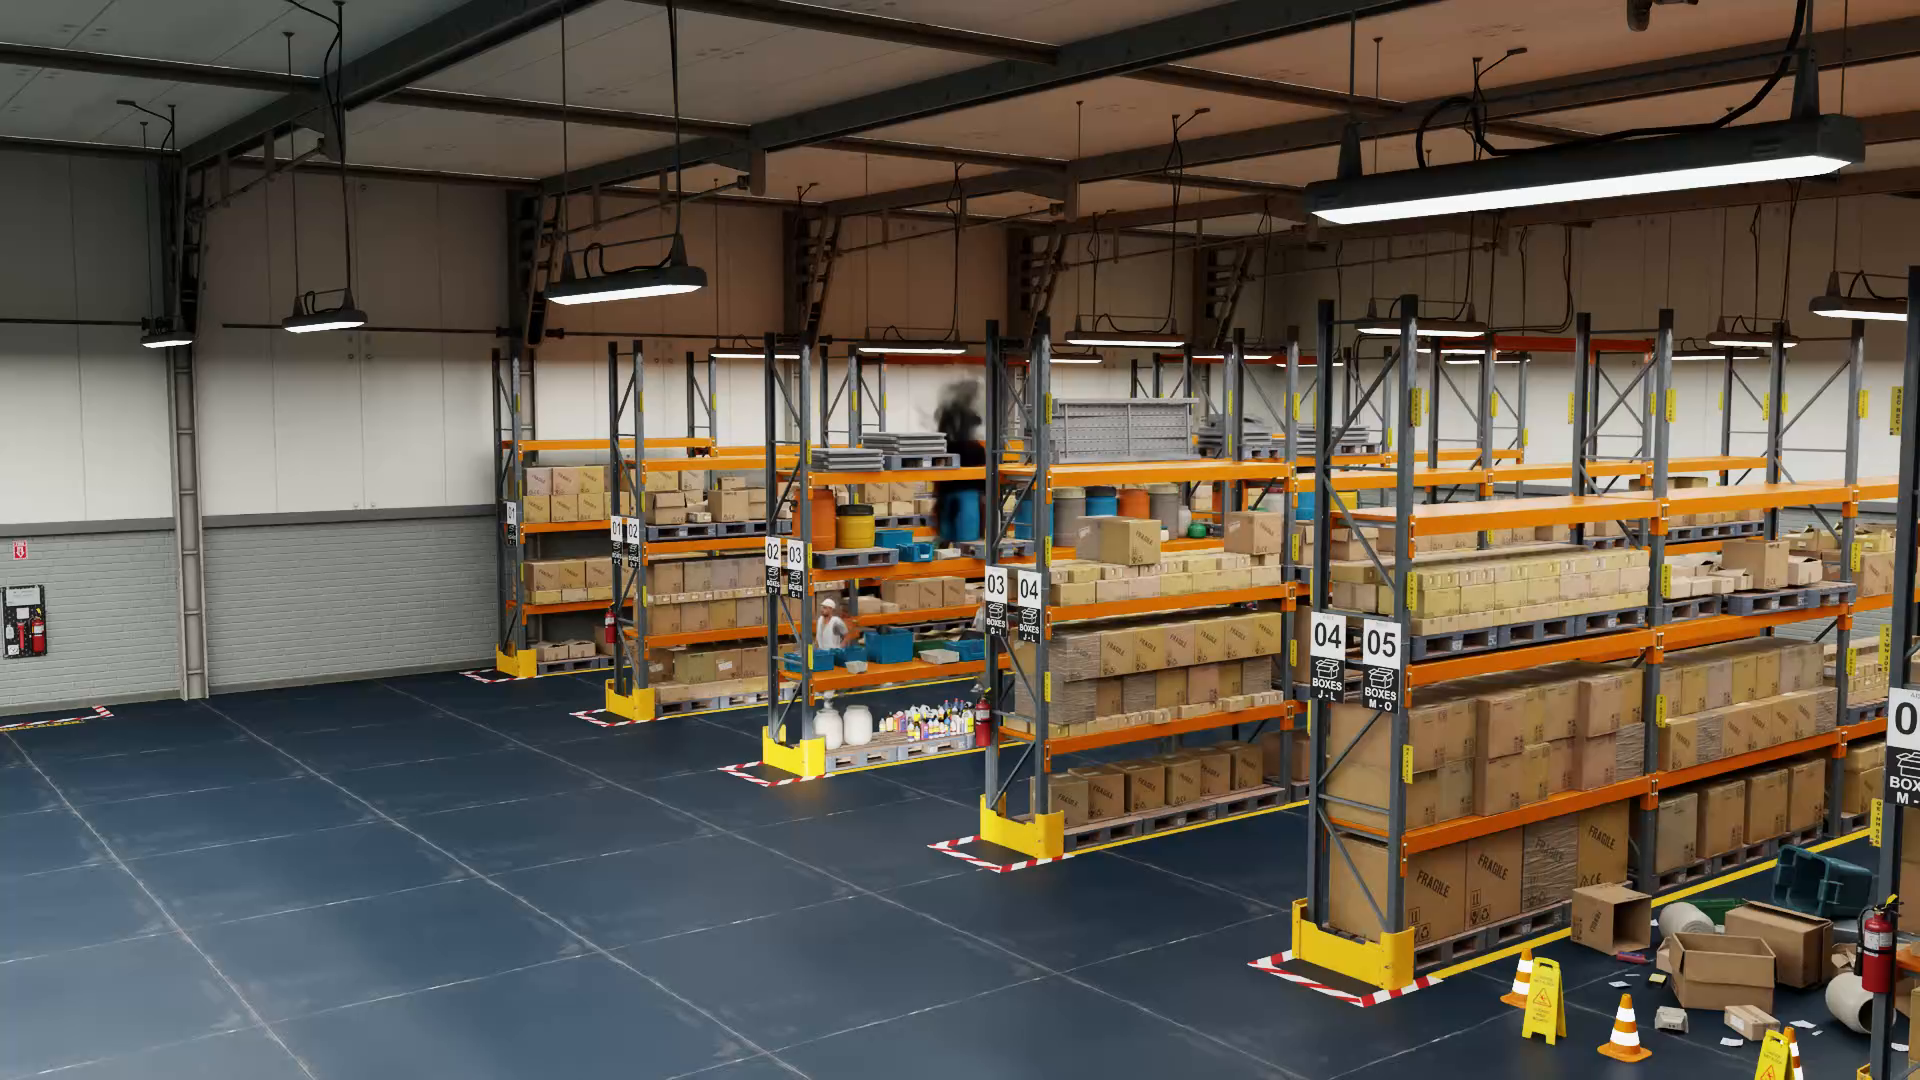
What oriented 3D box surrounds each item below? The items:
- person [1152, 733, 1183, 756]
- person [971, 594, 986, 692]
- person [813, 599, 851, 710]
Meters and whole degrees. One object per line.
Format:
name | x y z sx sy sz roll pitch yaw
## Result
person | 2.702 2.114 22.089 0.546 1.744 0.666 5 7 44
person | 0.427 1.690 27.452 0.545 1.612 0.834 4 6 38
person | -1.931 1.765 25.545 0.646 1.751 0.711 4 7 41
